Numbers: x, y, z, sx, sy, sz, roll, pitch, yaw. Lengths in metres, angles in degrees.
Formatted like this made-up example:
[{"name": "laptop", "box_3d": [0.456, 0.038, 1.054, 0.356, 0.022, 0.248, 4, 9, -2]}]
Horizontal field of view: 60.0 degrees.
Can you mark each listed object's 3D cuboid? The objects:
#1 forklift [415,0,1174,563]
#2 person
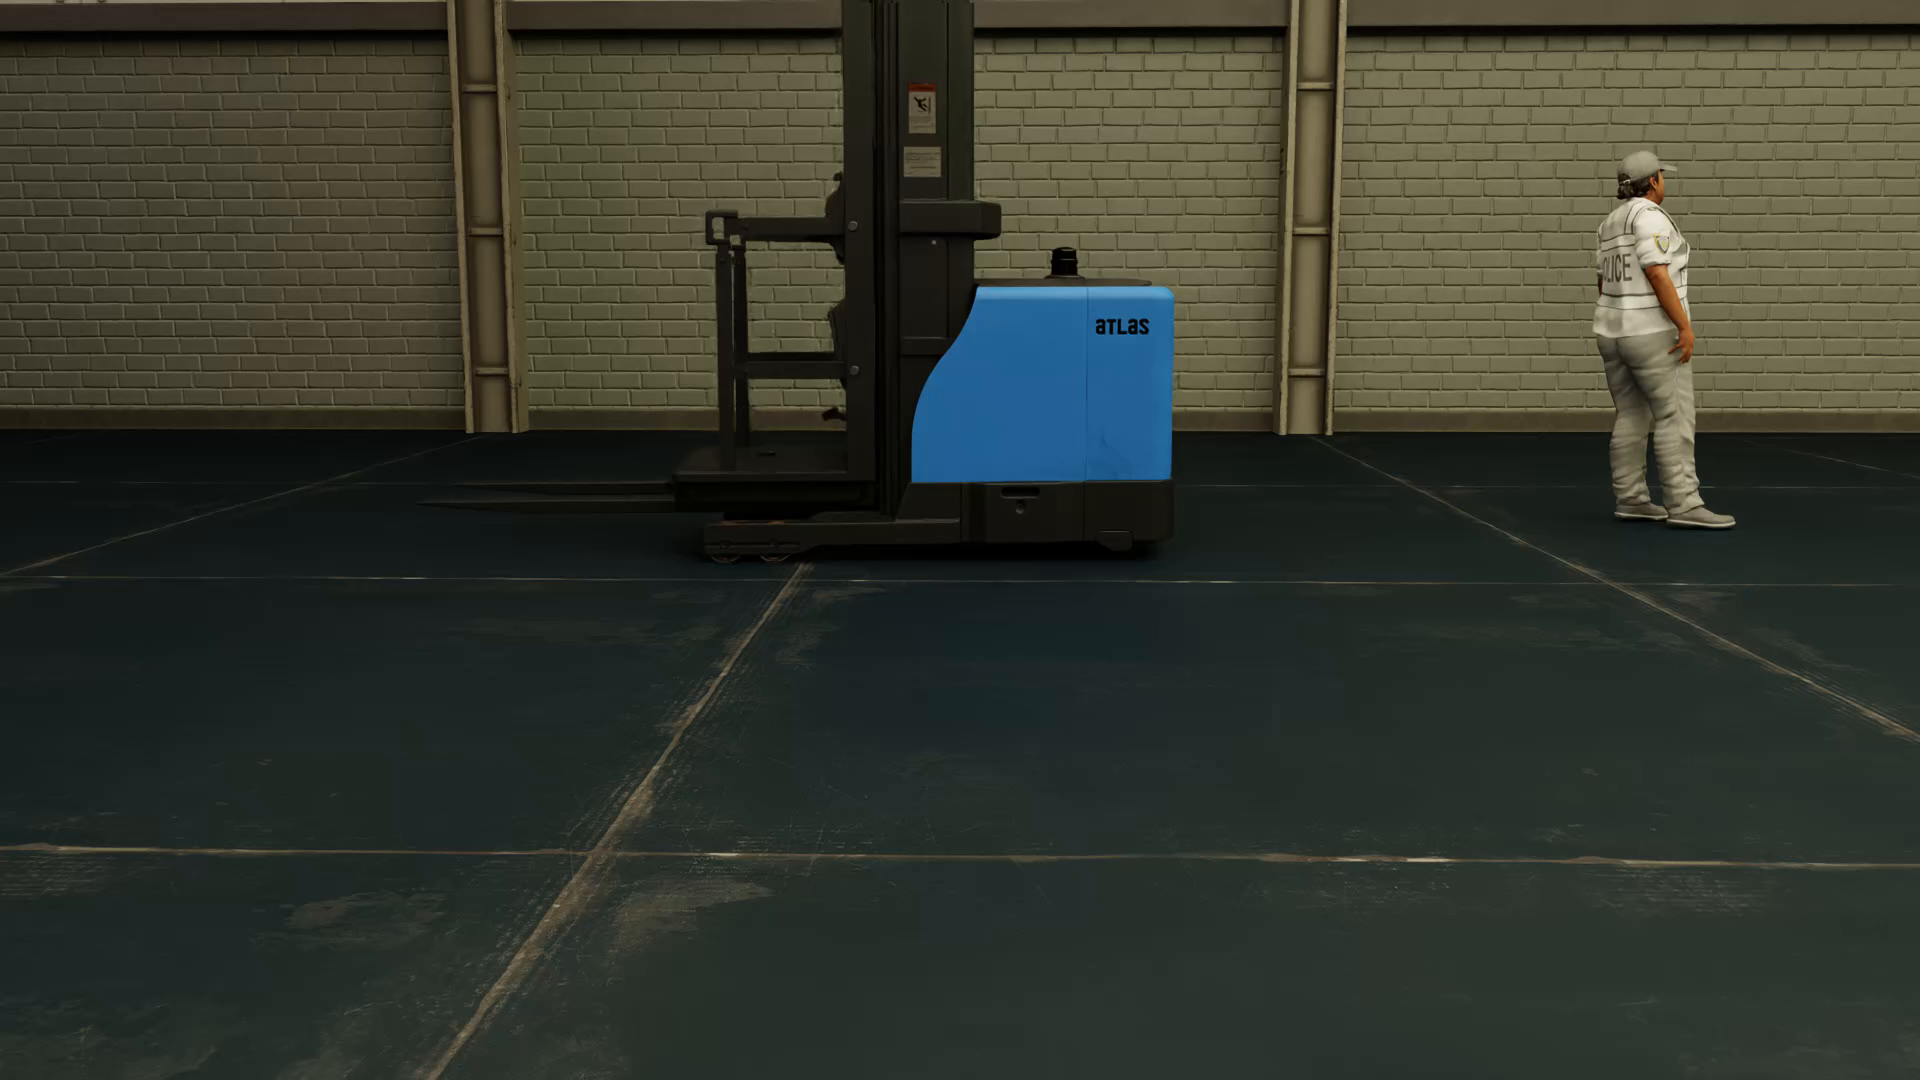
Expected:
[{"name": "forklift", "box_3d": [-0.679, -1.440, 6.845, 3.031, 2.935, 1.130, -1, 9, -4]}, {"name": "person", "box_3d": [3.177, -0.912, 7.533, 0.530, 1.670, 0.598, -1, 9, -8]}]
